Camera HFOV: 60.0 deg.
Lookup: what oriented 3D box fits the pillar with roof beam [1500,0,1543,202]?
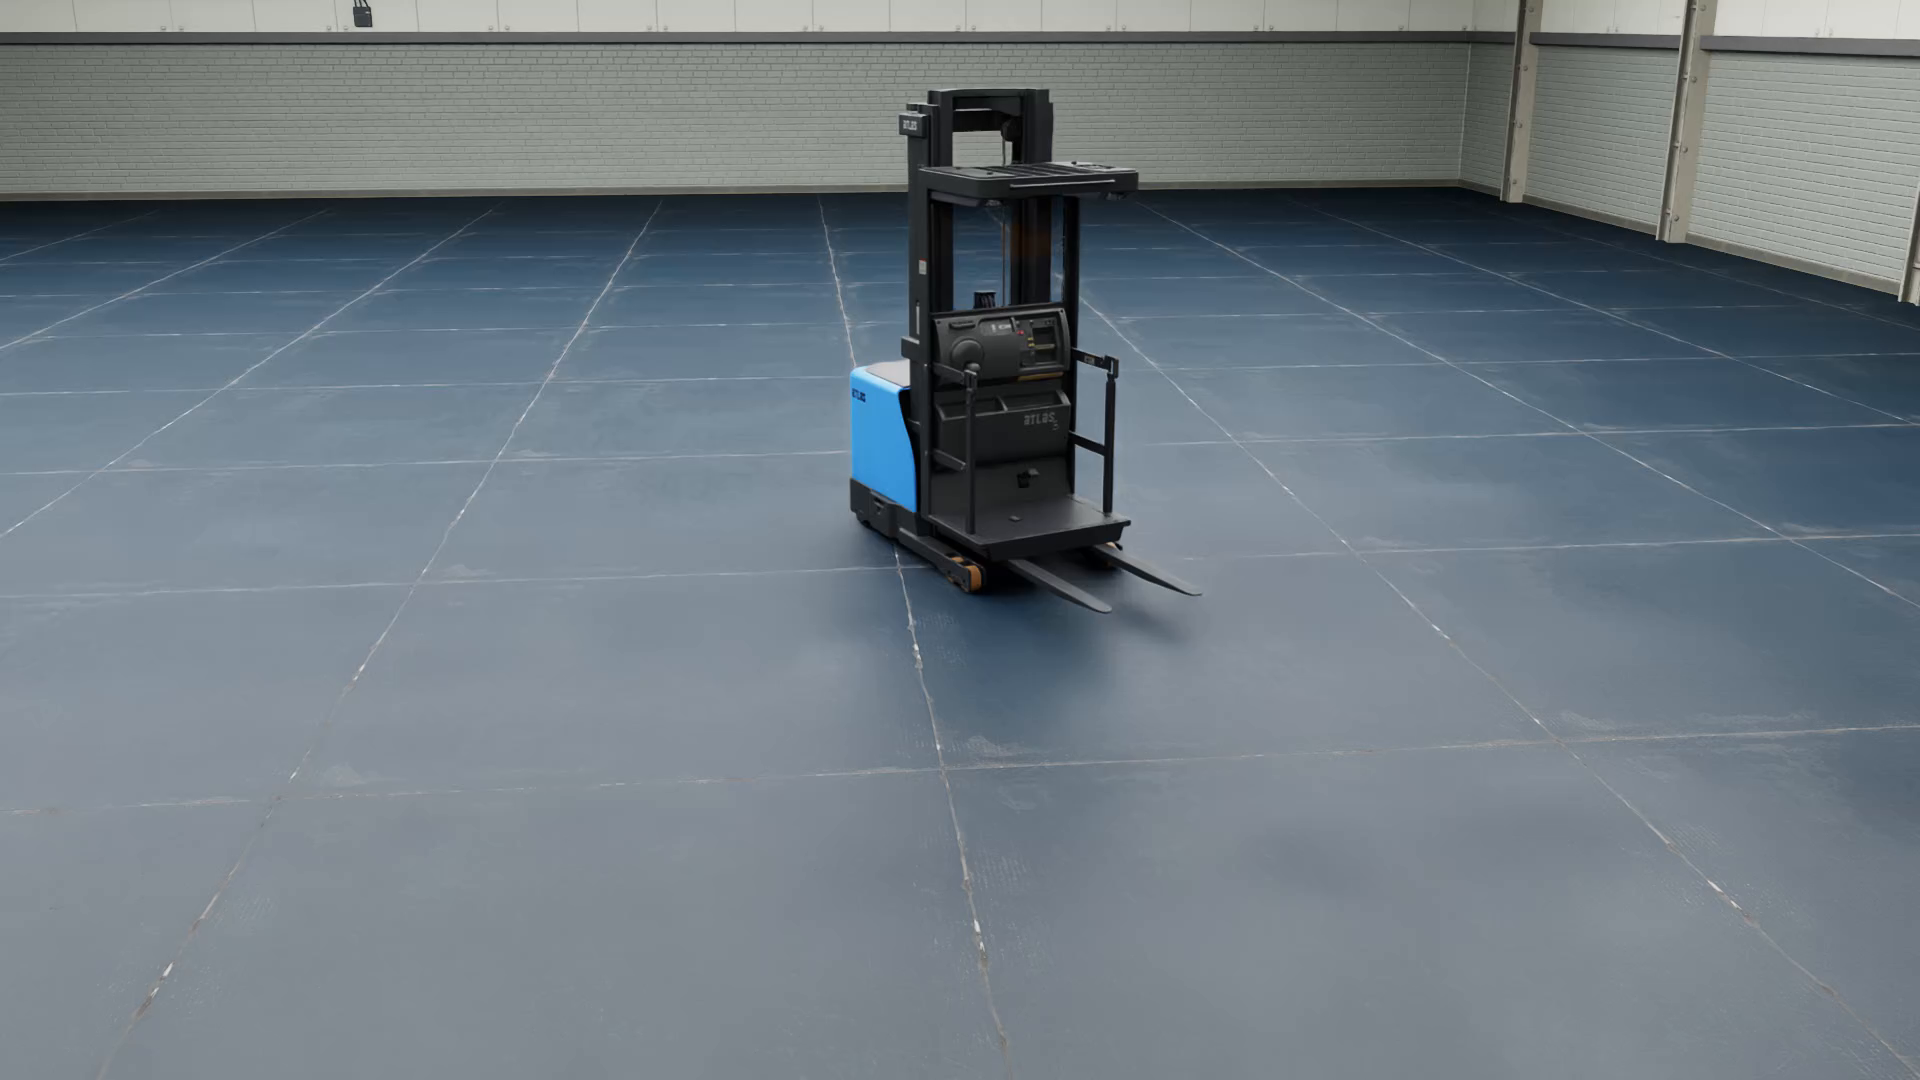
[{"bbox_3d":[6.279,-10.646,30.065,9.100,9.000,0.400,-2,18,-6],"label":"pillar with roof beam"}]

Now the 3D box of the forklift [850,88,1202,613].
[{"bbox_3d":[0.373,-1.233,10.211,1.130,2.935,3.031,-9,20,-27],"label":"forklift"}]

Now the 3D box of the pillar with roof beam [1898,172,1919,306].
[{"bbox_3d":[7.517,-7.071,18.677,9.100,9.000,0.400,-2,18,-6],"label":"pillar with roof beam"}]

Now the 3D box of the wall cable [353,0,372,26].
[{"bbox_3d":[-10.315,-12.636,30.725,2.305,6.003,0.169,-2,18,-6],"label":"wall cable"}]

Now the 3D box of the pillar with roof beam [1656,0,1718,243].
[{"bbox_3d":[6.898,-8.859,24.371,9.100,9.000,0.400,-2,18,-6],"label":"pillar with roof beam"}]
